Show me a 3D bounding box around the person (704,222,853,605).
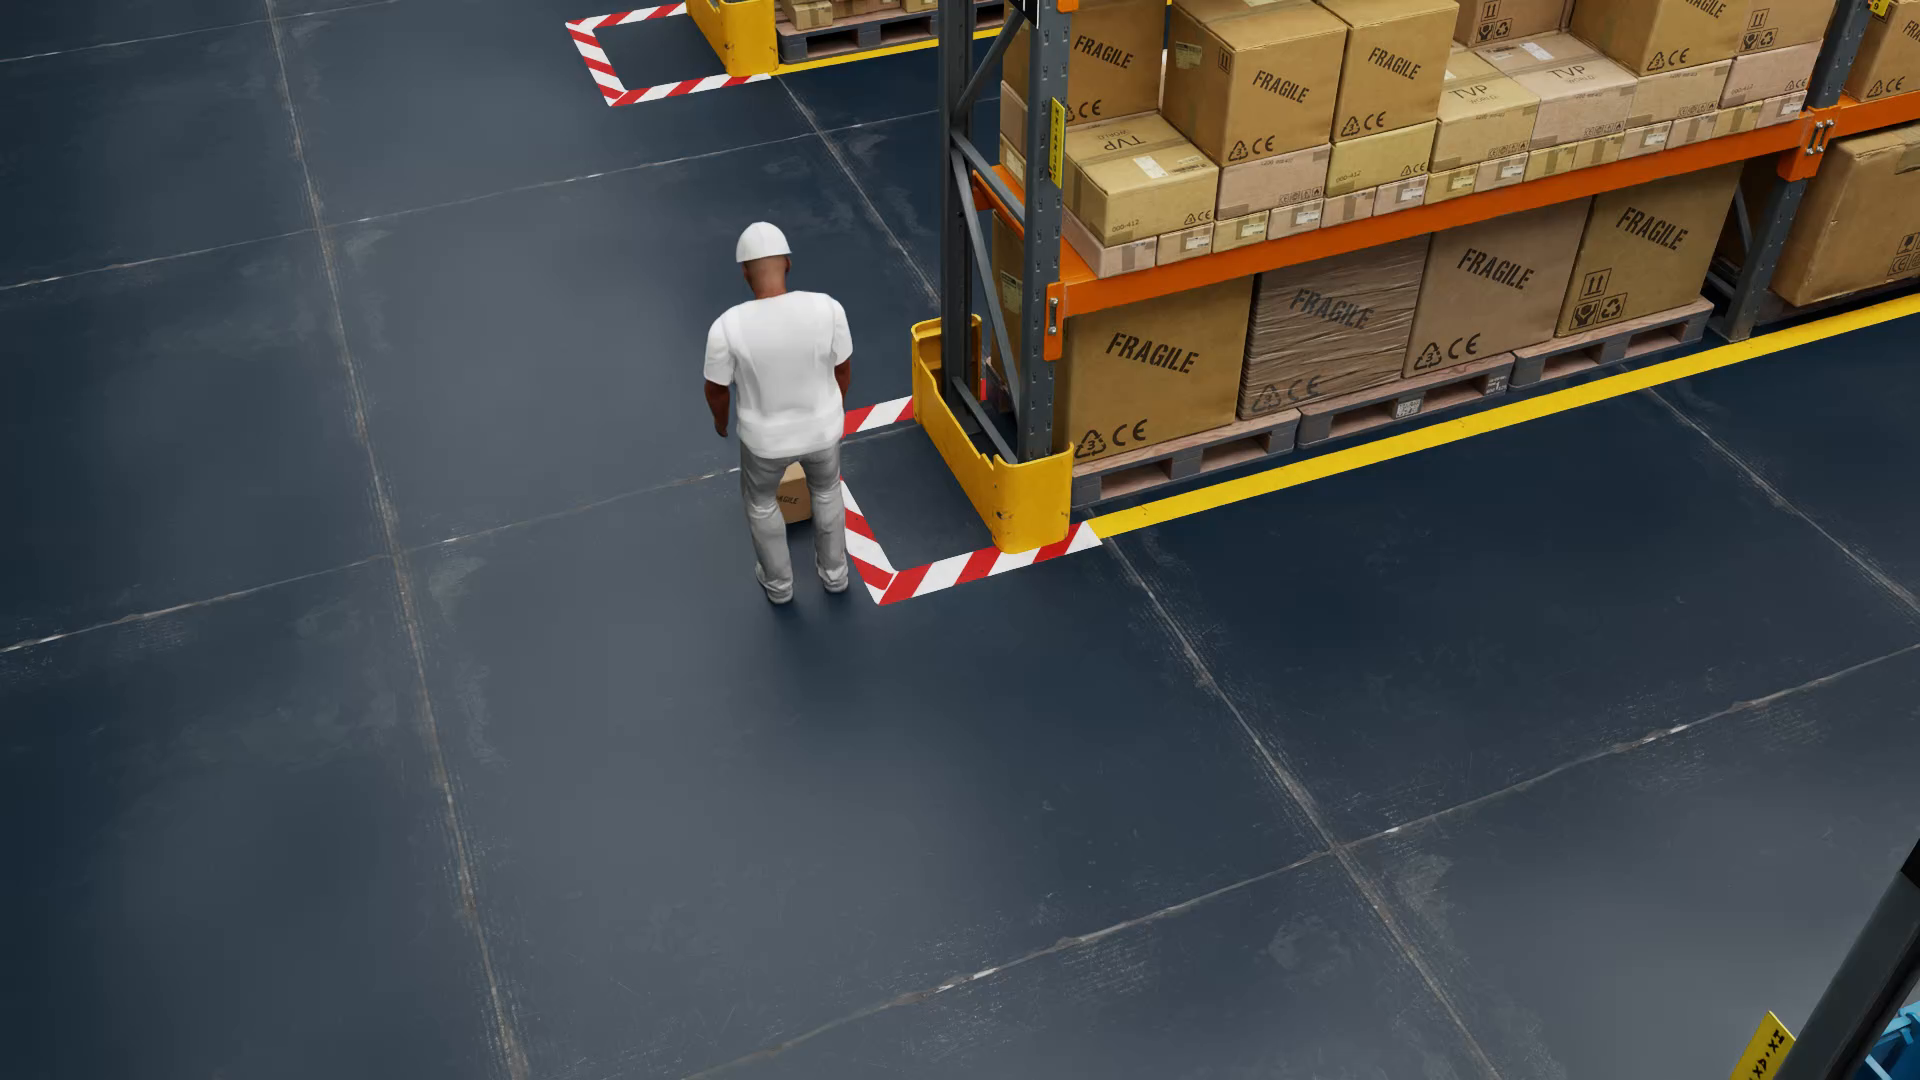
[{"bbox_3d":[-0.718,-0.479,6.721,0.591,1.717,0.453,-10,43,-11],"label":"person"}]
